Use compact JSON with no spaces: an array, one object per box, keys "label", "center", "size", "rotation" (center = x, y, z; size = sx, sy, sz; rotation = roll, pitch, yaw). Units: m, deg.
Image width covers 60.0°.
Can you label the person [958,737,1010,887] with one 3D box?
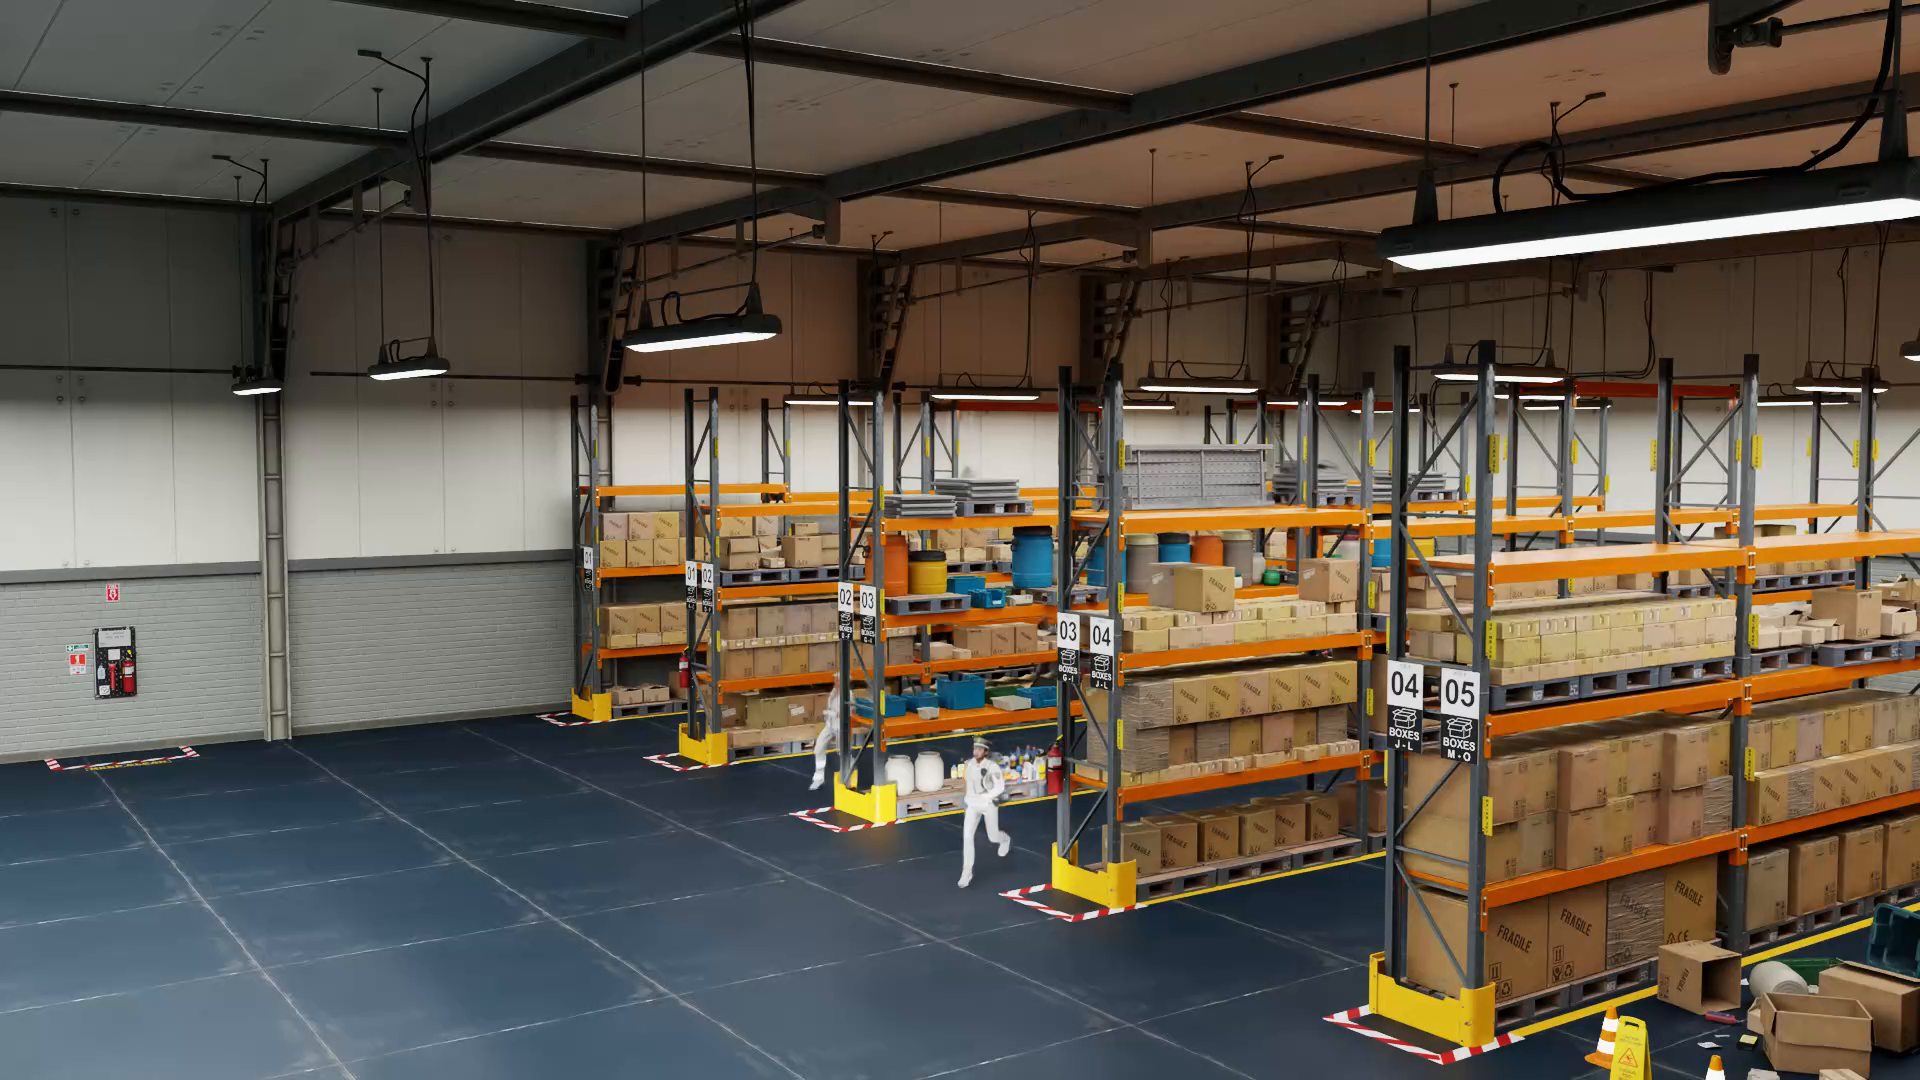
[{"label":"person","center":[0.292,3.160,19.635],"size":[0.585,1.709,1.085],"rotation":[2,4,28]}]

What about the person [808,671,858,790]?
[{"label":"person","center":[-1.761,2.817,24.599],"size":[0.775,1.825,0.695],"rotation":[-3,5,-45]}]

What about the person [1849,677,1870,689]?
[{"label":"person","center":[13.687,2.808,25.344],"size":[0.545,1.649,0.604],"rotation":[-3,4,-39]}]

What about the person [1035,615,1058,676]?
[{"label":"person","center":[1.671,2.337,32.901],"size":[0.777,1.781,0.638],"rotation":[-2,4,-33]}]
